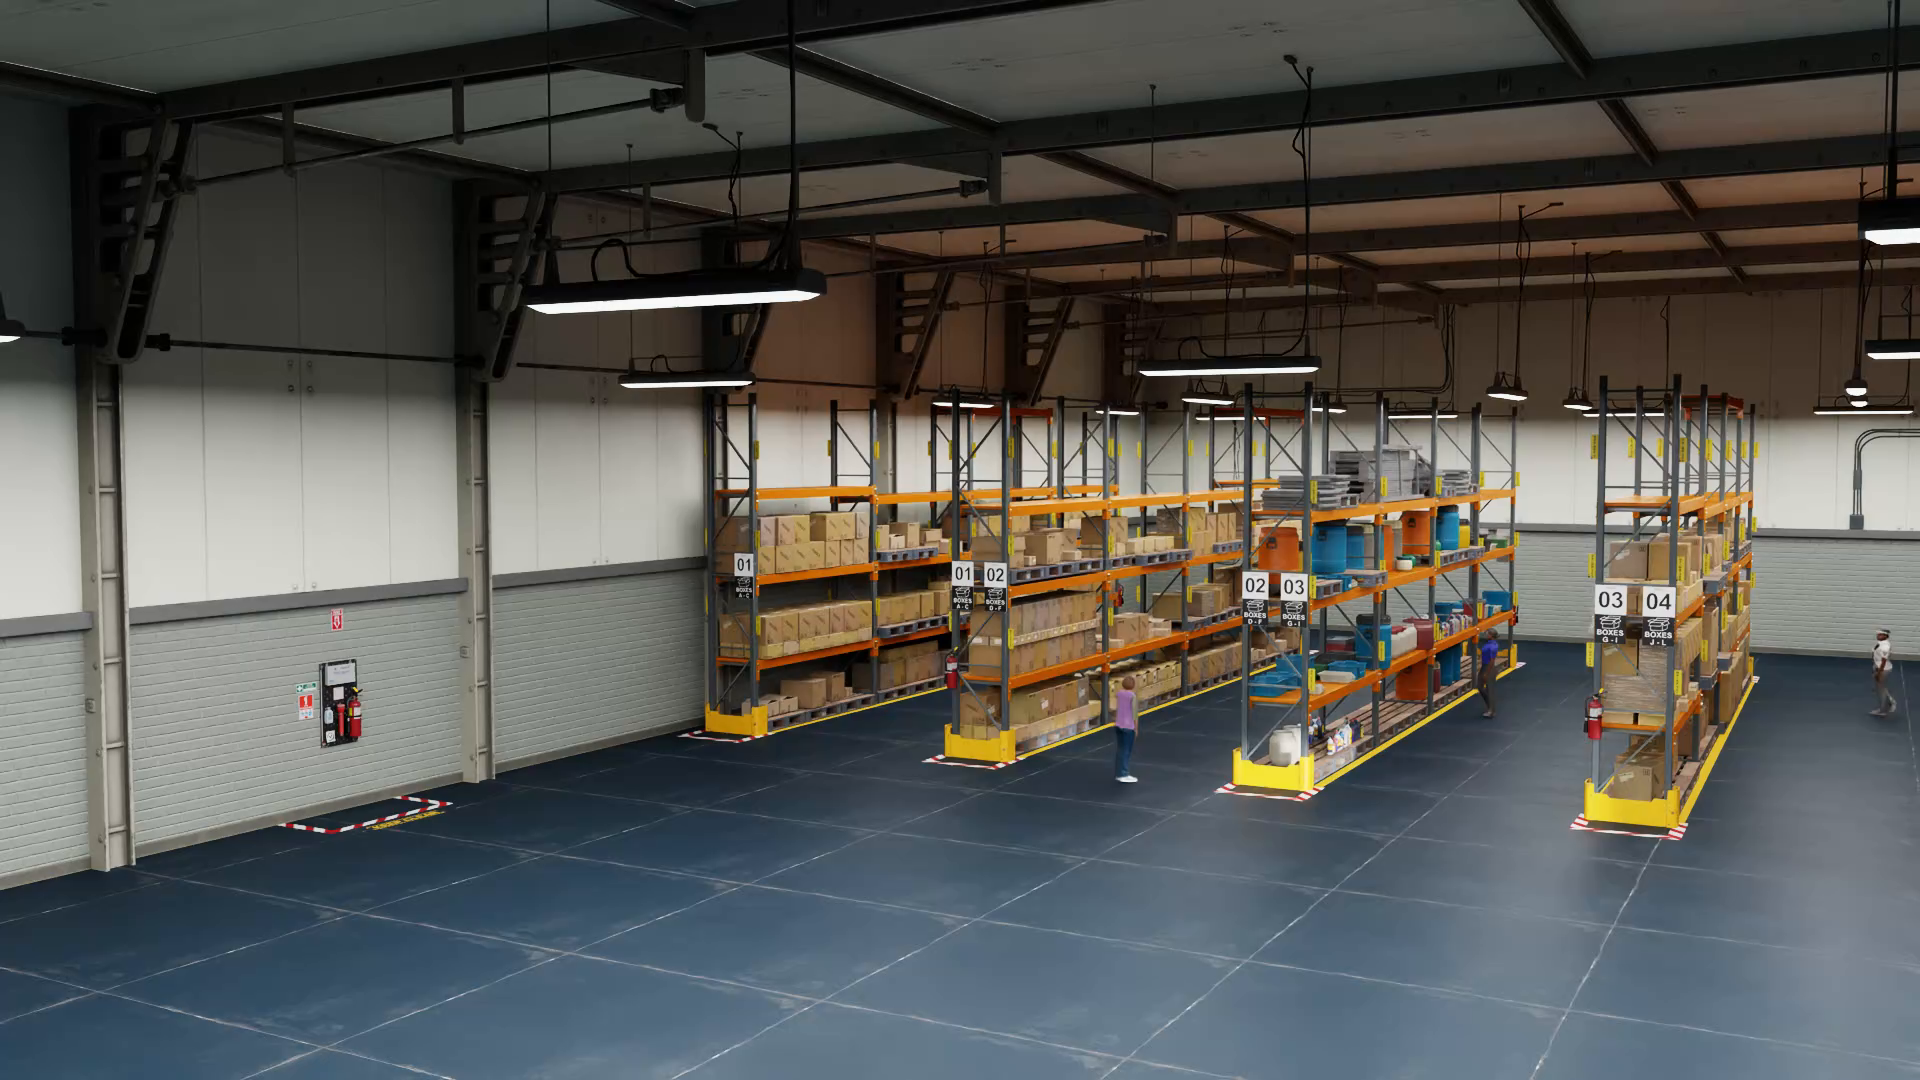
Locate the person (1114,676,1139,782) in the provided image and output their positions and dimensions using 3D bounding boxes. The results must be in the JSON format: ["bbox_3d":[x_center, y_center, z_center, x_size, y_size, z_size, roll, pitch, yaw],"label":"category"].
[{"bbox_3d":[2.511,2.848,25.048,0.331,1.610,0.431,-3,4,-40],"label":"person"}]

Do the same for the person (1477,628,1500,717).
[{"bbox_3d":[9.965,2.491,31.366,0.403,1.683,0.552,0,3,-4],"label":"person"}]

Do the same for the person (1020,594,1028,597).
[{"bbox_3d":[1.197,1.966,34.945,0.557,1.765,0.692,-2,4,-31],"label":"person"}]

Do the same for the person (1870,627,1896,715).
[{"bbox_3d":[17.316,2.461,31.243,0.468,1.680,0.484,3,4,43],"label":"person"}]
